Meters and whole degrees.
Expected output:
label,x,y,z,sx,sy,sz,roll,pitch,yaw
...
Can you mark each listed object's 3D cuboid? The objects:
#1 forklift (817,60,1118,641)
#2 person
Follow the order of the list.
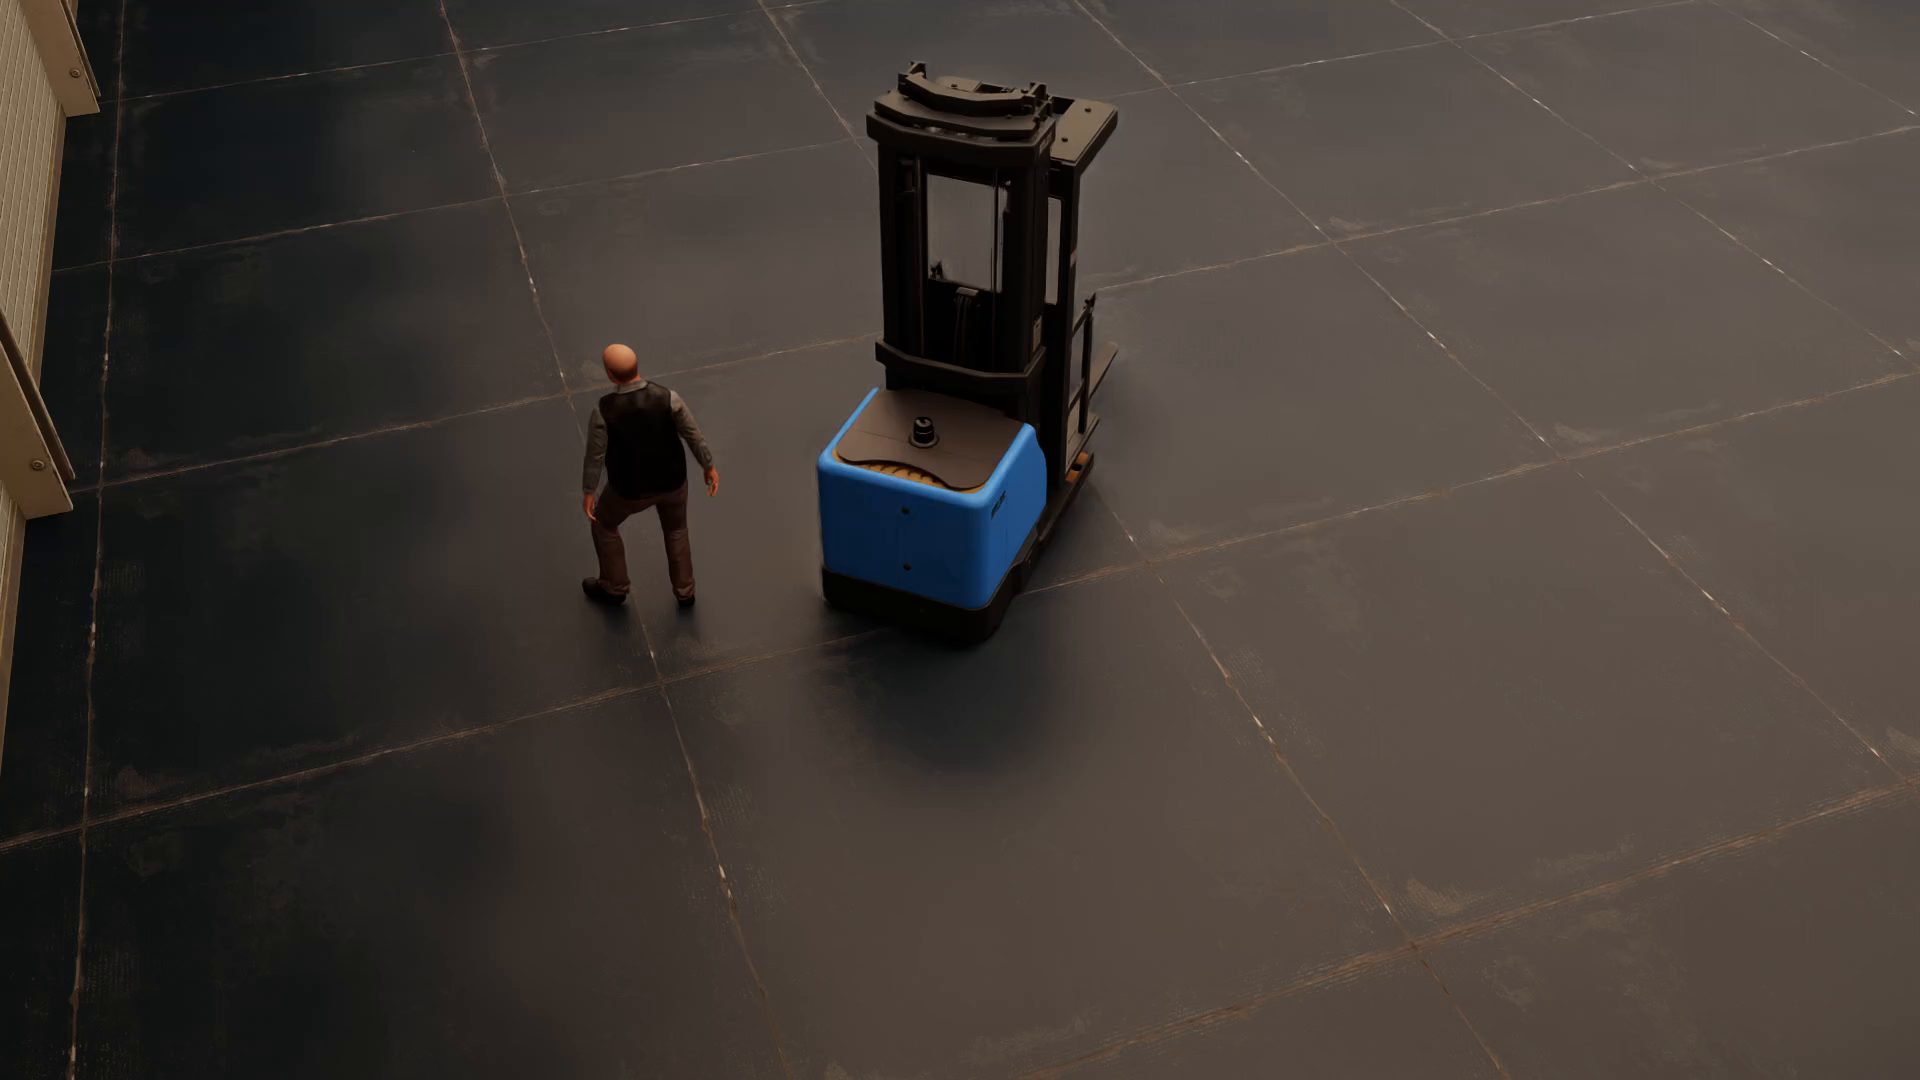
label,x,y,z,sx,sy,sz,roll,pitch,yaw
forklift,0.218,-1.498,9.781,1.130,2.935,3.031,15,42,17
person,-1.794,-0.331,9.364,0.841,1.688,0.408,-14,42,-16
